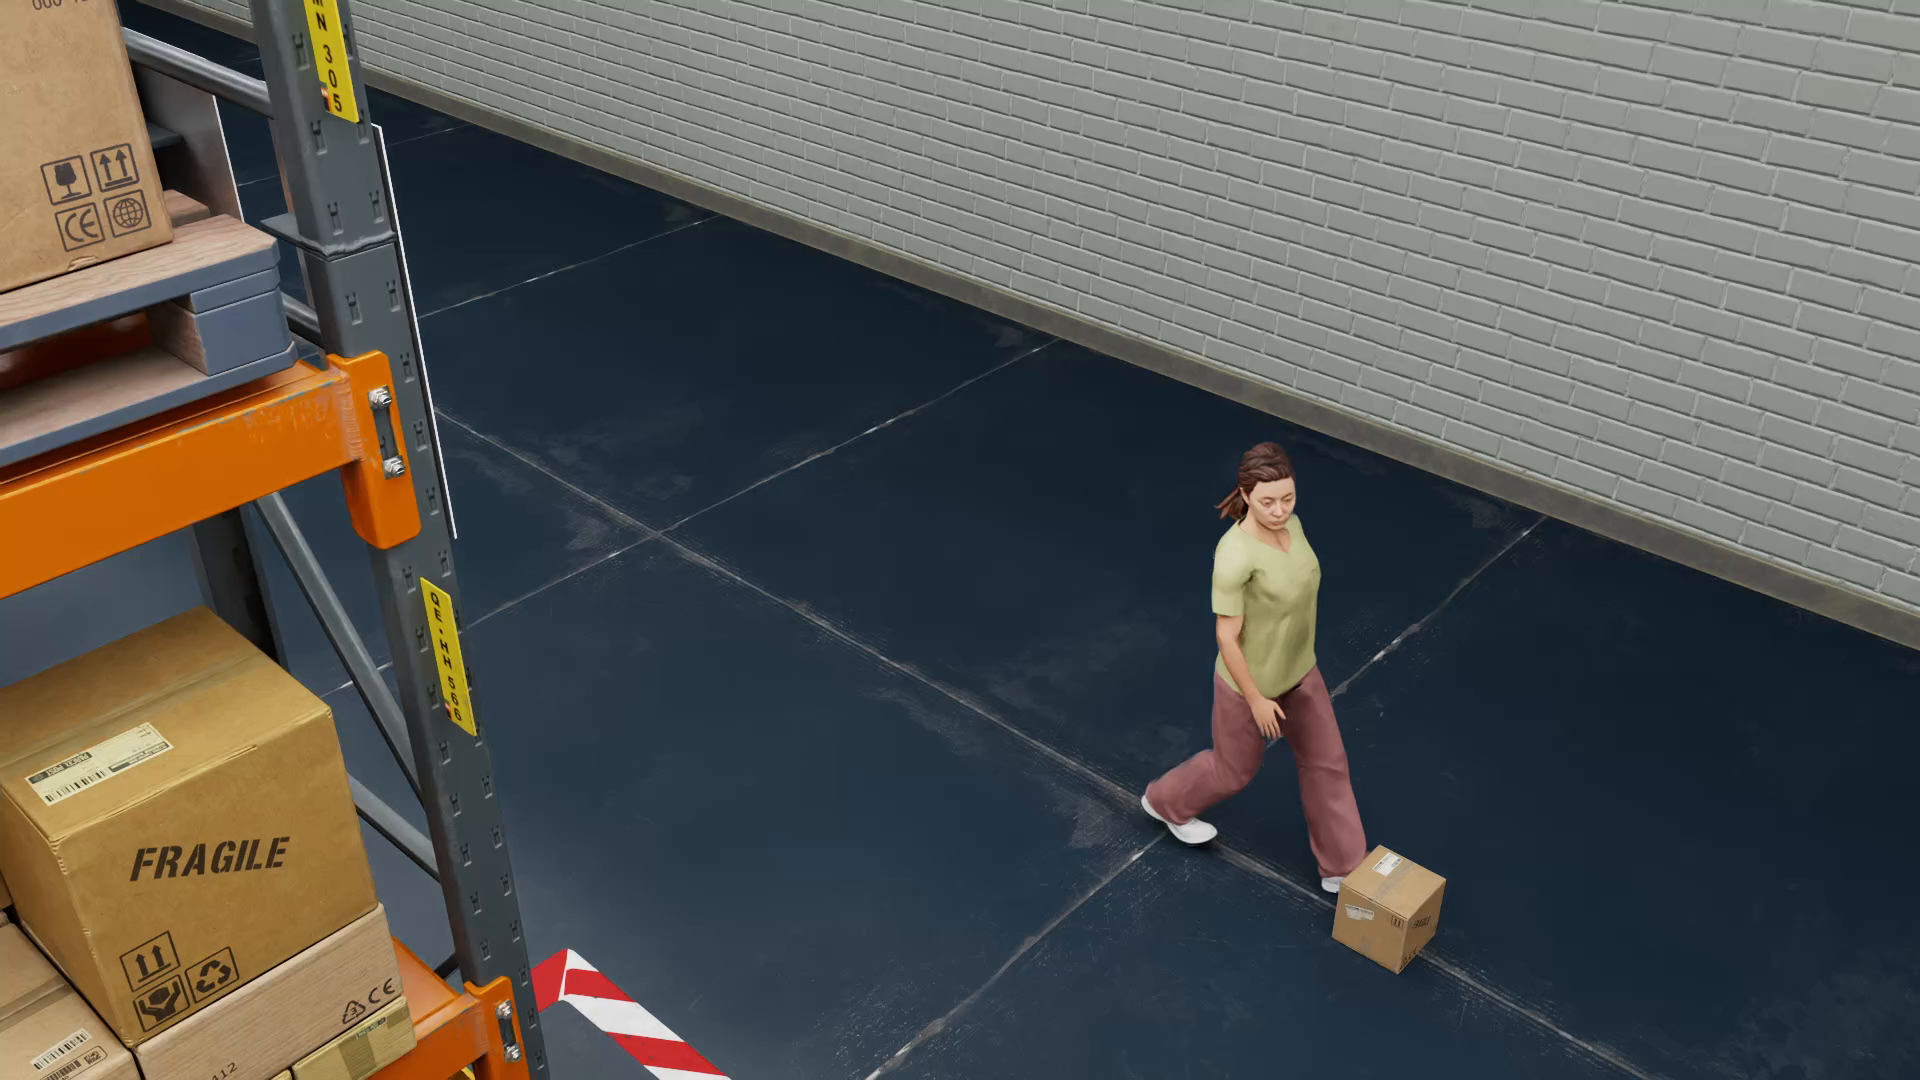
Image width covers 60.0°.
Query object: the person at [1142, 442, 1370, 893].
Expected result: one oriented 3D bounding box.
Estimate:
[{"bbox_3d":[1.060,0.458,5.405,0.961,1.614,0.470,27,40,36],"label":"person"}]
